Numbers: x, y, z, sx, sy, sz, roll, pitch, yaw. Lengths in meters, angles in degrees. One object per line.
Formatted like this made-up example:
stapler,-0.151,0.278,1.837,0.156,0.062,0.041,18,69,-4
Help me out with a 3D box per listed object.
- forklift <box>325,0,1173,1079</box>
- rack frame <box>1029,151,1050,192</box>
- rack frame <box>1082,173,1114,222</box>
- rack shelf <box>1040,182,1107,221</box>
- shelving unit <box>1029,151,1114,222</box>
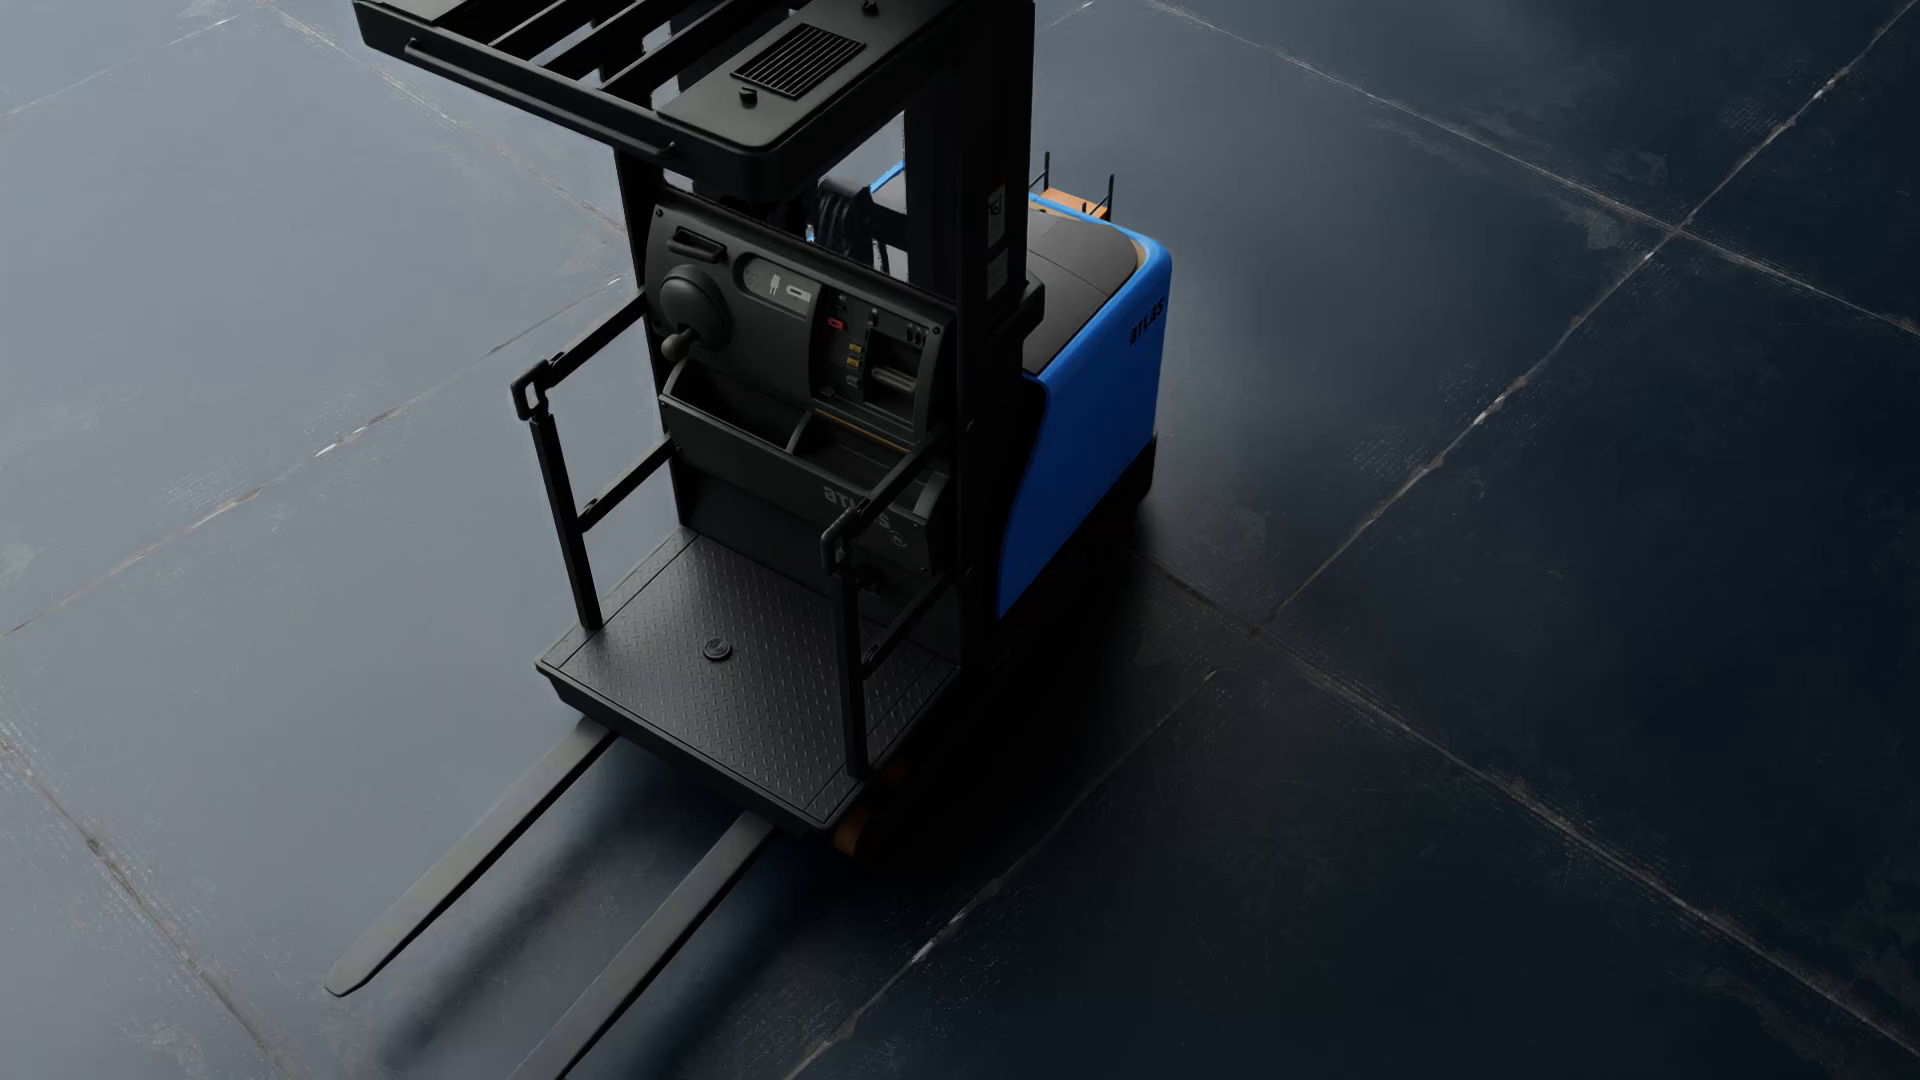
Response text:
forklift,-0.555,-0.472,4.183,1.130,2.935,3.031,26,52,22
rack frame,0.241,-0.872,5.848,0.008,1.050,0.200,25,52,22
rack frame,0.447,-0.776,5.759,0.008,1.050,0.200,25,52,22
rack shelf,0.344,-1.011,5.604,0.240,0.259,0.215,25,52,22
shelving unit,0.344,-0.824,5.804,0.252,1.050,0.215,25,52,22
